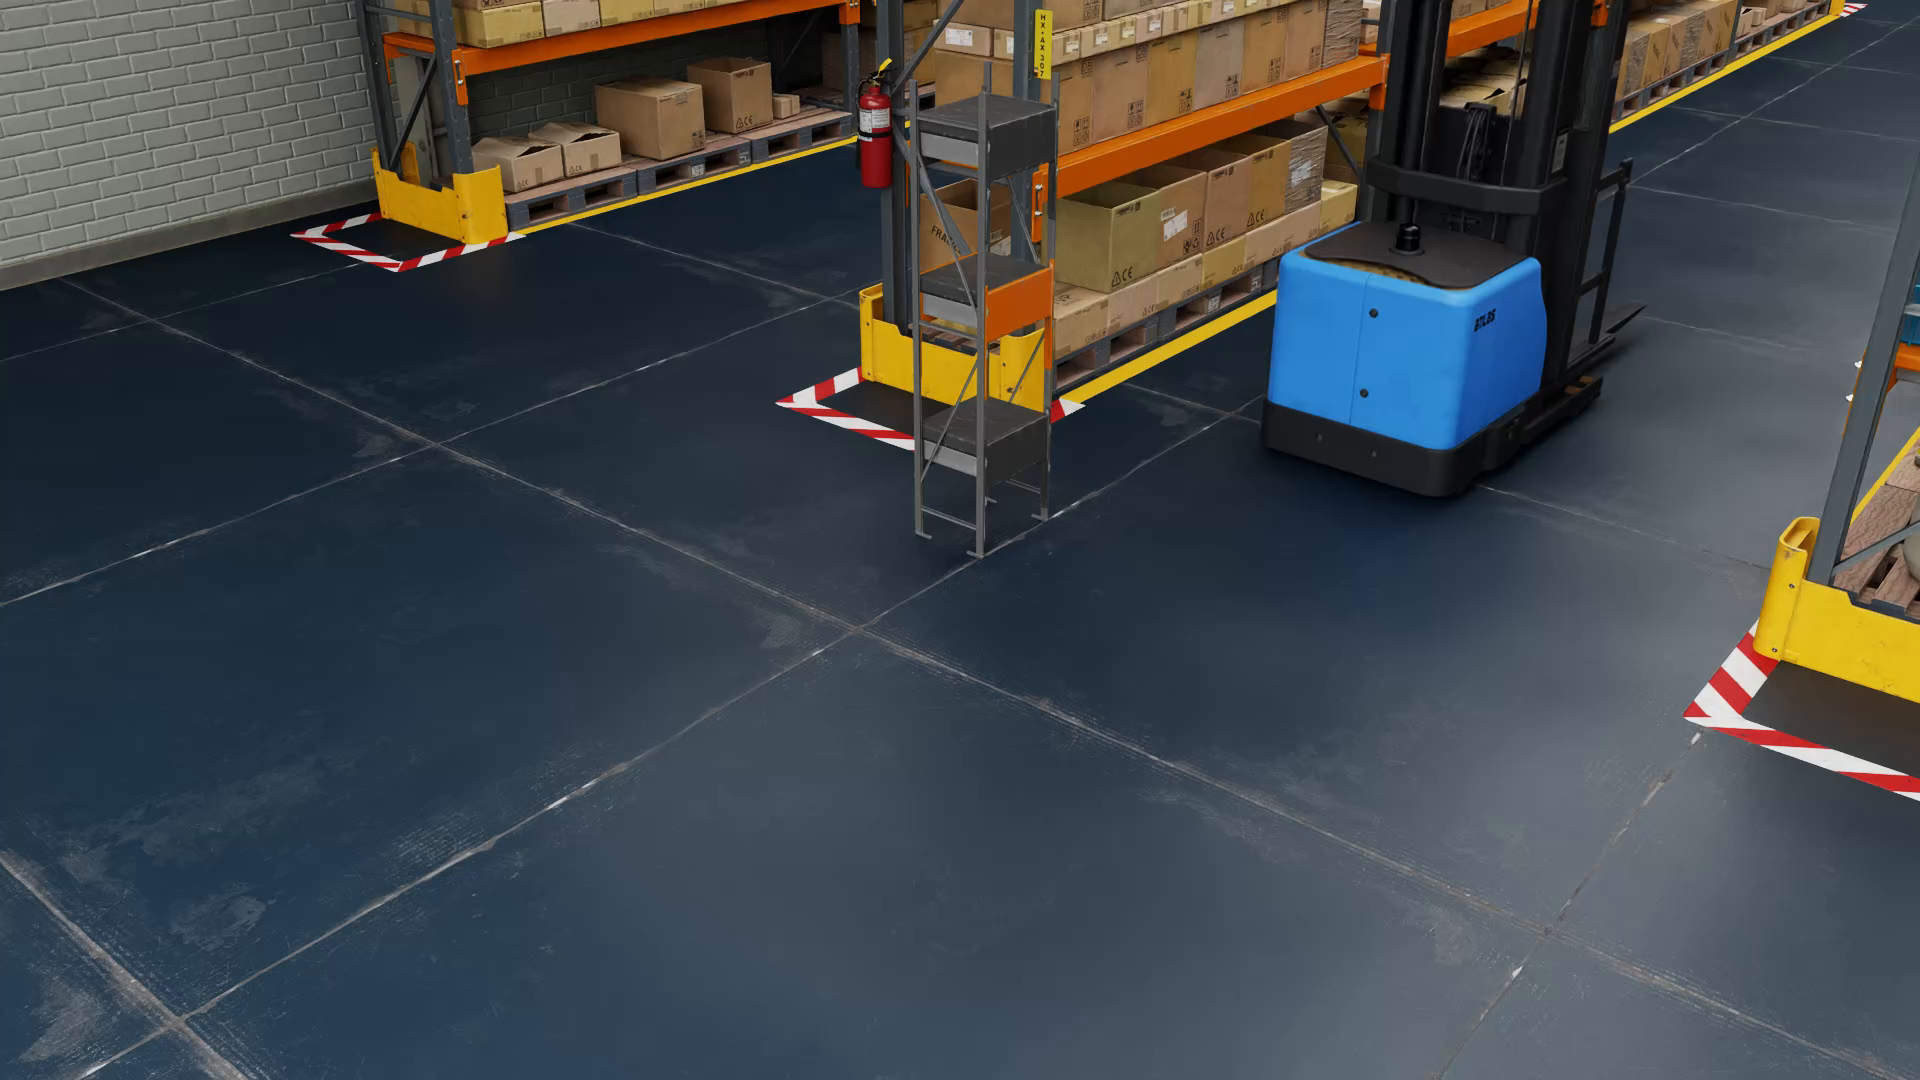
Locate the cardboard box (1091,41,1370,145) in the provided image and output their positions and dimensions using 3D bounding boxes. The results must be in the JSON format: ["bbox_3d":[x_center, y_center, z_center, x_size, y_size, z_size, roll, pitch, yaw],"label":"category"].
[{"bbox_3d":[1.952,-3.011,11.112,1.023,1.340,4.930,22,34,36],"label":"cardboard box"}]

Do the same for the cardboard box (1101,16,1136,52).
[{"bbox_3d":[0.725,-2.765,9.016,0.380,0.149,0.250,21,34,35],"label":"cardboard box"}]

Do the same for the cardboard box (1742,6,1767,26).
[{"bbox_3d":[8.593,-5.761,18.226,0.380,0.166,0.250,21,34,34],"label":"cardboard box"}]

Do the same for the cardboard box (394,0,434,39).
[{"bbox_3d":[-3.694,-3.785,11.944,0.500,0.250,0.500,21,34,35],"label":"cardboard box"}]

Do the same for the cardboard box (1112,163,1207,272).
[{"bbox_3d":[1.121,-1.956,9.986,0.500,0.500,0.500,21,34,34],"label":"cardboard box"}]

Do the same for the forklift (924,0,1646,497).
[{"bbox_3d":[2.070,-1.900,8.233,1.782,2.935,4.795,22,34,35],"label":"forklift"}]

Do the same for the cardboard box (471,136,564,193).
[{"bbox_3d":[-3.332,-2.841,12.424,0.500,0.311,0.500,17,32,29],"label":"cardboard box"}]

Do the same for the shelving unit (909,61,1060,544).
[{"bbox_3d":[0.107,-0.992,7.383,0.431,2.100,0.499,21,34,34],"label":"shelving unit"}]

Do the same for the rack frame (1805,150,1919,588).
[{"bbox_3d":[3.803,-0.725,5.887,1.000,3.000,0.127,21,34,34],"label":"rack frame"}]

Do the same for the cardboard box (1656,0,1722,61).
[{"bbox_3d":[7.202,-5.082,16.551,0.500,0.500,0.500,21,34,35],"label":"cardboard box"}]

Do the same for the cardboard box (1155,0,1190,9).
[{"bbox_3d":[0.974,-3.342,9.425,0.700,0.500,0.500,21,34,35],"label":"cardboard box"}]

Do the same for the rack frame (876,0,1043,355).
[{"bbox_3d":[-0.017,-2.174,8.688,1.000,3.000,0.127,21,34,34],"label":"rack frame"}]

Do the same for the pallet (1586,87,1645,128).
[{"bbox_3d":[5.576,-4.025,15.302,1.003,0.211,1.213,21,34,34],"label":"pallet"}]

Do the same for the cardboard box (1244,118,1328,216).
[{"bbox_3d":[2.074,-2.488,11.015,0.500,0.500,0.500,21,34,34],"label":"cardboard box"}]

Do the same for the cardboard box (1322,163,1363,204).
[{"bbox_3d":[2.975,-2.628,12.101,0.500,0.250,0.500,20,33,33],"label":"cardboard box"}]

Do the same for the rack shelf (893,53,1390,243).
[{"bbox_3d":[1.255,-2.564,10.224,1.077,0.370,4.000,21,34,34],"label":"rack shelf"}]

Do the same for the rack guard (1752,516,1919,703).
[{"bbox_3d":[3.815,0.345,6.540,1.175,0.500,0.348,21,34,34],"label":"rack guard"}]

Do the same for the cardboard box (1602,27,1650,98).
[{"bbox_3d":[5.911,-4.361,15.156,0.500,0.500,0.500,19,33,33],"label":"cardboard box"}]

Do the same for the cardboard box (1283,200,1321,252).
[{"bbox_3d":[2.076,-2.155,11.186,0.500,0.250,0.500,21,34,34],"label":"cardboard box"}]

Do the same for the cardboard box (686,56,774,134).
[{"bbox_3d":[-1.927,-3.744,13.965,0.500,0.500,0.500,18,32,31],"label":"cardboard box"}]

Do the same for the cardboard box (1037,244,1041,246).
[{"bbox_3d":[0.722,-1.774,10.451,0.500,0.250,0.500,21,34,34],"label":"cardboard box"}]

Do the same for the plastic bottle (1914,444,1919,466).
[{"bbox_3d":[4.633,-0.457,7.935,0.097,0.201,0.097,0,27,0],"label":"plastic bottle"}]

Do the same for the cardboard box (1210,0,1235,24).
[{"bbox_3d":[1.377,-3.127,9.716,0.380,0.149,0.250,21,34,35],"label":"cardboard box"}]

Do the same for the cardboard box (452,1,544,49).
[{"bbox_3d":[-3.286,-3.643,11.669,0.500,0.250,0.500,20,33,33],"label":"cardboard box"}]

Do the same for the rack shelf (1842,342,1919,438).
[{"bbox_3d":[5.075,-1.115,7.423,1.077,0.370,4.000,21,34,34],"label":"rack shelf"}]

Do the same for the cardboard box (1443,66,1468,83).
[{"bbox_3d":[3.858,-3.756,13.671,0.500,0.311,0.500,20,33,33],"label":"cardboard box"}]

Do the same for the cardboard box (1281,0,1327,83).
[{"bbox_3d":[1.920,-3.288,10.733,0.700,0.500,0.500,20,34,34],"label":"cardboard box"}]

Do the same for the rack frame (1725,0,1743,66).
[{"bbox_3d":[7.616,-6.429,16.912,1.000,3.000,0.127,21,34,34],"label":"rack frame"}]

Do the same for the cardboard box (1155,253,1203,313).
[{"bbox_3d":[1.130,-1.620,10.152,0.500,0.250,0.500,21,34,34],"label":"cardboard box"}]

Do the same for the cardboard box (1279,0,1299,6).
[{"bbox_3d":[1.871,-3.405,10.253,0.380,0.149,0.250,21,34,34],"label":"cardboard box"}]

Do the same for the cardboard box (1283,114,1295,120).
[{"bbox_3d":[1.991,-2.818,11.651,0.500,0.500,0.500,21,34,34],"label":"cardboard box"}]

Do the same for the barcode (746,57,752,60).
[{"bbox_3d":[-1.826,-4.145,14.390,0.001,0.075,0.075,21,34,34],"label":"barcode"}]

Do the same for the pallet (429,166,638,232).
[{"bbox_3d":[-3.249,-2.687,12.713,1.003,0.211,1.213,21,34,34],"label":"pallet"}]

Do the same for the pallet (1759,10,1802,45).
[{"bbox_3d":[8.829,-5.868,18.863,1.003,0.211,1.213,21,34,34],"label":"pallet"}]

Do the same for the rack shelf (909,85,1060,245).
[{"bbox_3d":[0.105,-1.601,7.066,0.431,0.518,0.480,21,34,34],"label":"rack shelf"}]

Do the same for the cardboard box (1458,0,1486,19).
[{"bbox_3d":[3.682,-4.268,12.628,0.500,0.500,0.500,21,34,34],"label":"cardboard box"}]

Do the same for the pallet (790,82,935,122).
[{"bbox_3d":[-0.803,-4.077,15.400,1.003,0.211,1.213,21,34,34],"label":"pallet"}]

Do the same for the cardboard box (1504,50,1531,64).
[{"bbox_3d":[4.929,-3.967,14.079,0.500,0.311,0.500,22,34,36],"label":"cardboard box"}]

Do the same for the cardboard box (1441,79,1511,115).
[{"bbox_3d":[3.960,-3.426,13.032,0.500,0.311,0.500,22,34,36],"label":"cardboard box"}]

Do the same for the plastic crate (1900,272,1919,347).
[{"bbox_3d":[3.891,-0.924,6.433,0.499,0.251,0.616,21,34,34],"label":"plastic crate"}]
